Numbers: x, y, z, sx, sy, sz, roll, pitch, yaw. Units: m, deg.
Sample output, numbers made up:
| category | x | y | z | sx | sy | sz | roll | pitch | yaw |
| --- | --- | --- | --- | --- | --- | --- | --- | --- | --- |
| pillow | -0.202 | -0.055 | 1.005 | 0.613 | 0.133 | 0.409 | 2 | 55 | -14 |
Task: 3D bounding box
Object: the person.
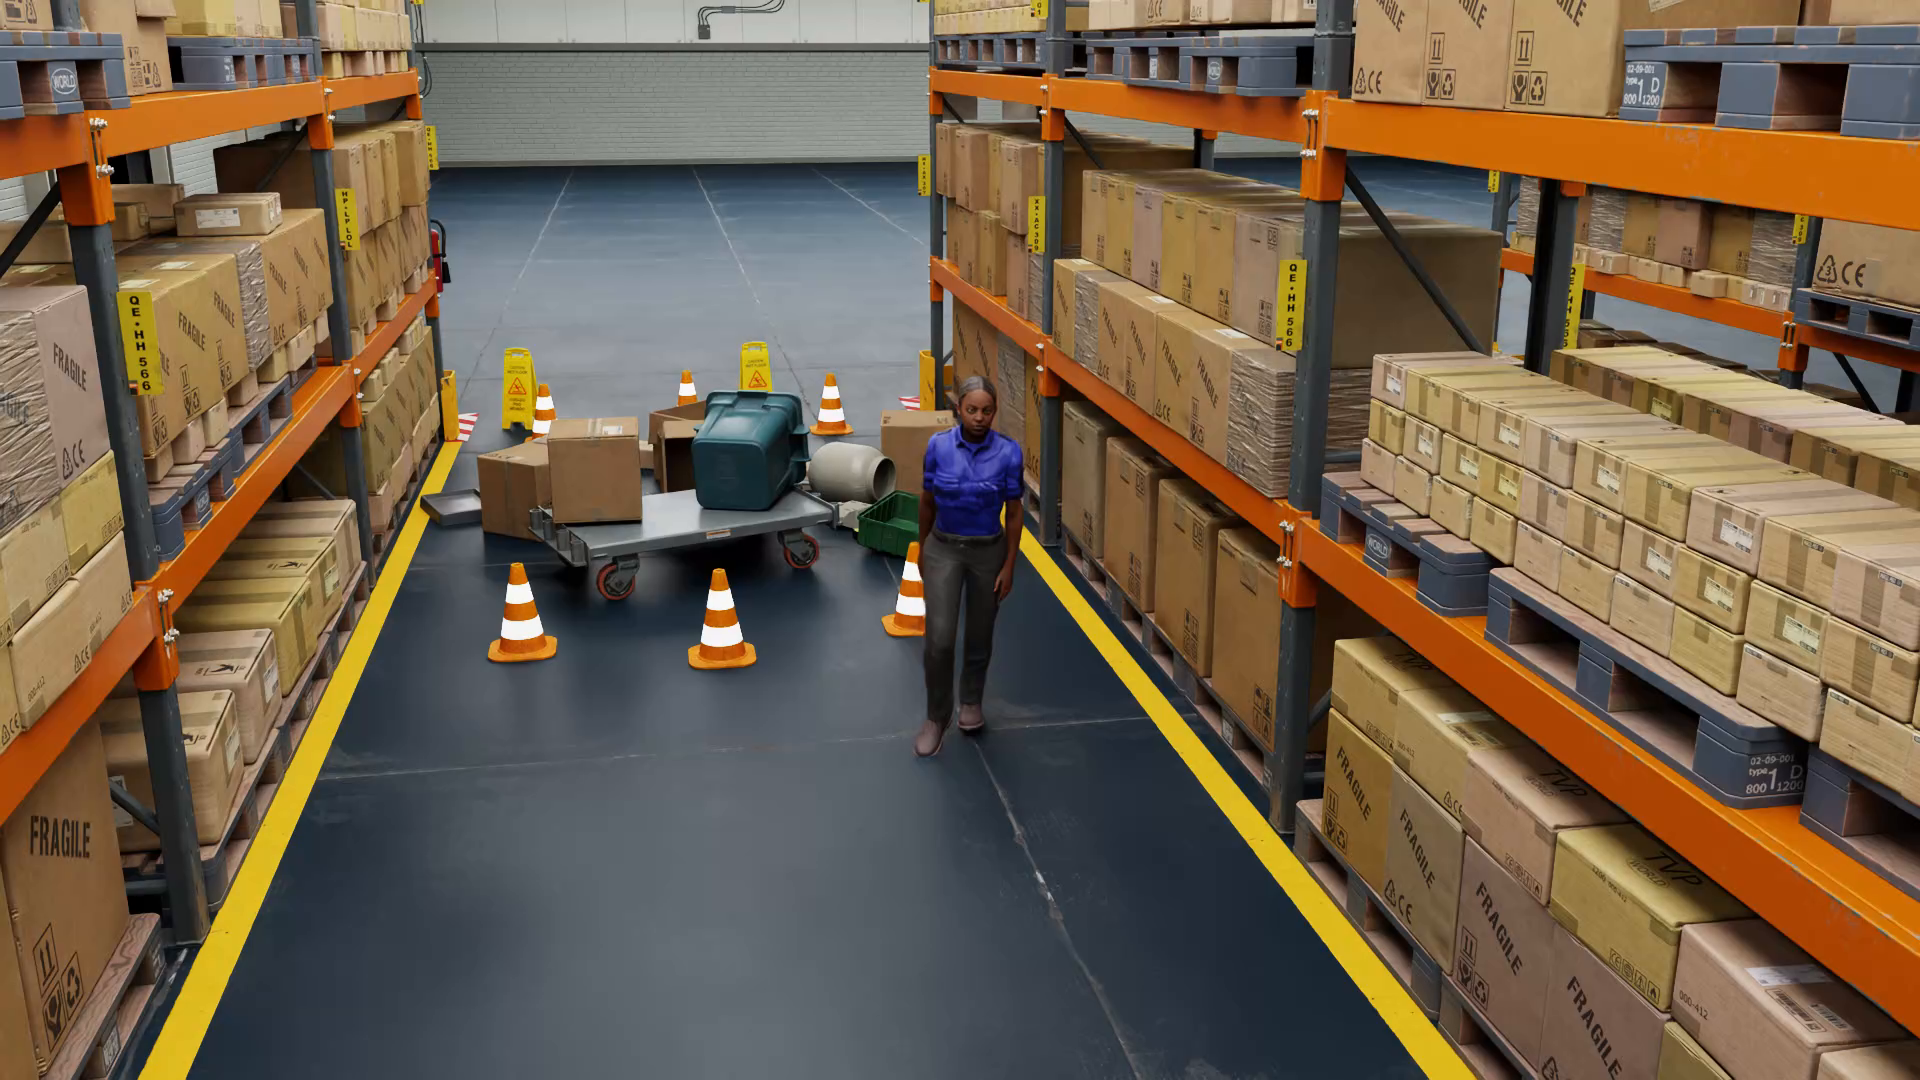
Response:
| category | x | y | z | sx | sy | sz | roll | pitch | yaw |
| --- | --- | --- | --- | --- | --- | --- | --- | --- | --- |
| person | 0.029 | 0.096 | 7.238 | 0.482 | 1.683 | 0.533 | -1 | 16 | -2 |
